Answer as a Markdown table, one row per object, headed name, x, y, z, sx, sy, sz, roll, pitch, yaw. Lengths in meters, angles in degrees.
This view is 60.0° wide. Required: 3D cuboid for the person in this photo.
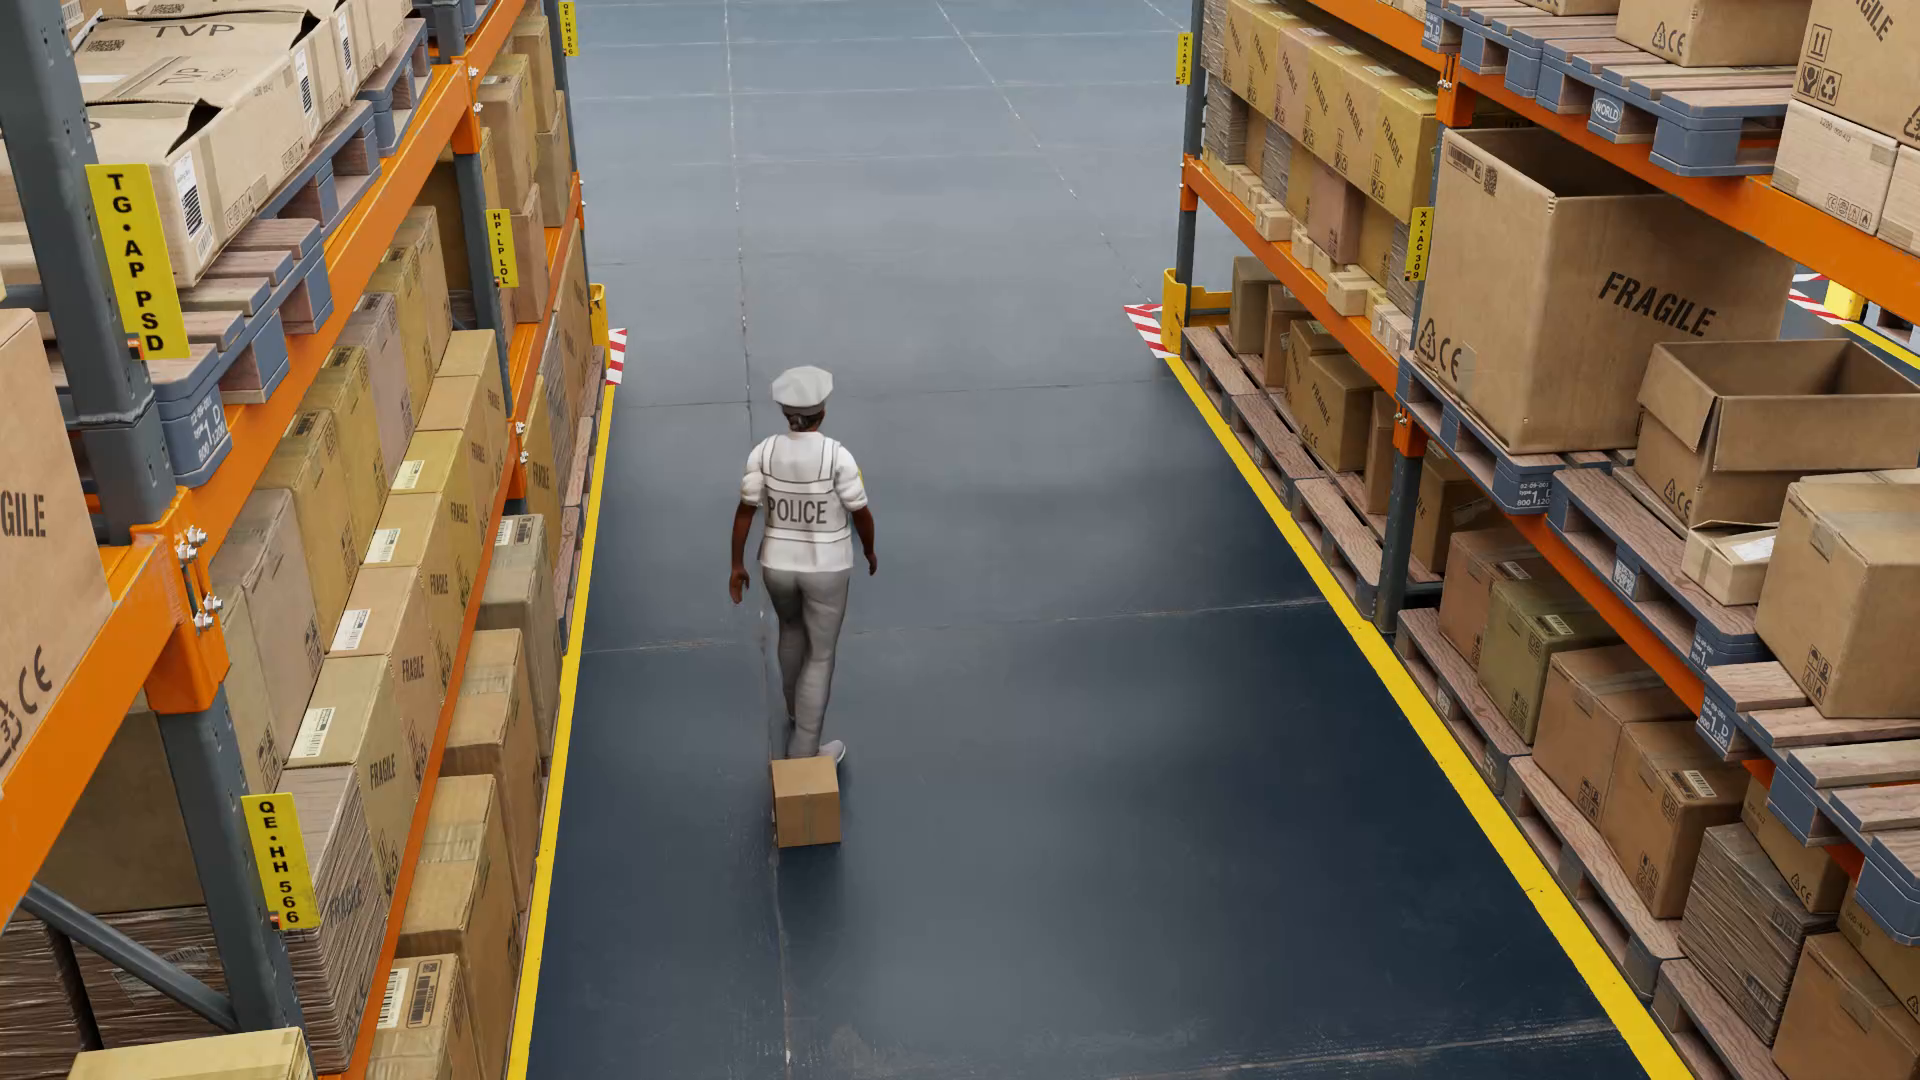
| name | x | y | z | sx | sy | sz | roll | pitch | yaw |
| --- | --- | --- | --- | --- | --- | --- | --- | --- | --- |
| person | -0.660 | 0.124 | 6.865 | 0.570 | 1.645 | 0.694 | 8 | 28 | 15 |
